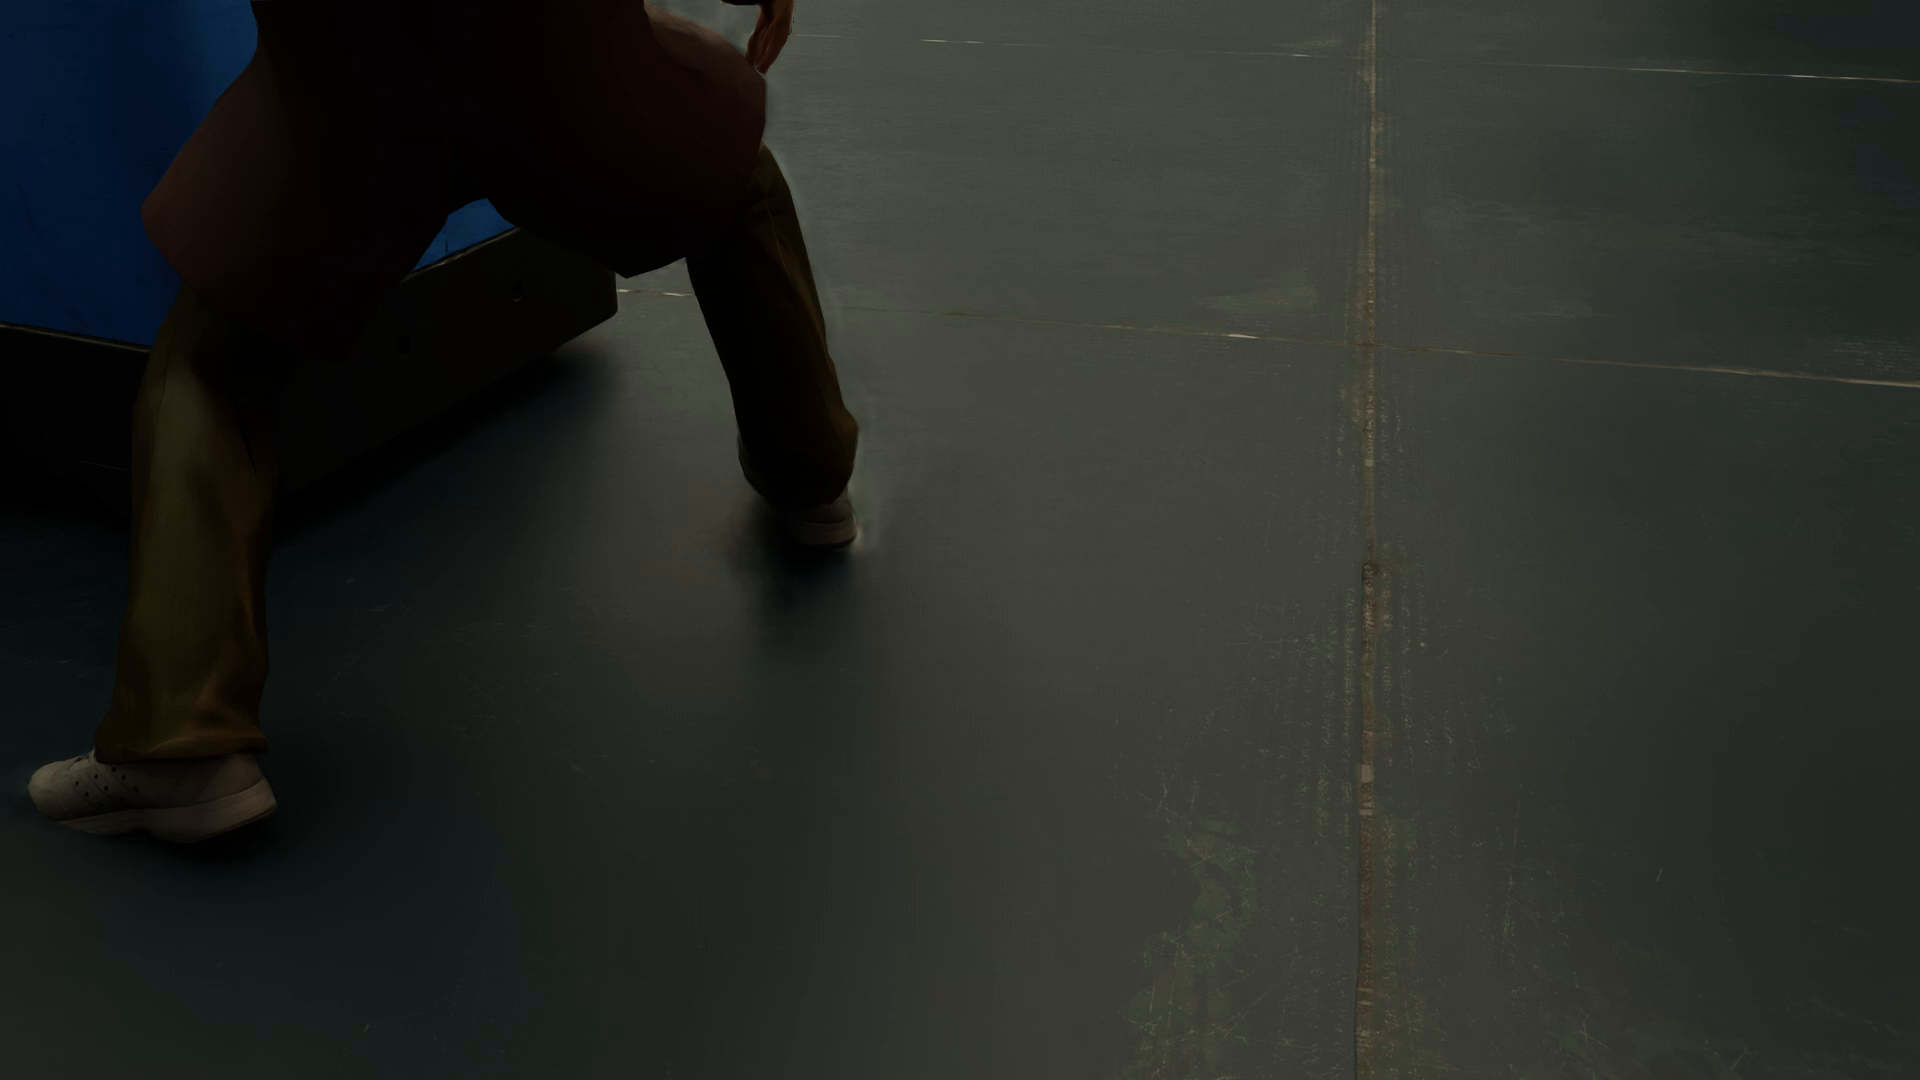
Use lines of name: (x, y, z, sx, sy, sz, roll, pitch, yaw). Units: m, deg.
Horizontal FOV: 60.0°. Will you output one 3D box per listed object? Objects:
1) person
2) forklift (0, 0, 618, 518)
person: (-0.628, -0.566, 1.913, 1.033, 1.632, 0.967, -4, 27, -7)
forklift: (-2.230, -1.752, 2.719, 3.031, 2.935, 1.130, 10, 29, 20)
